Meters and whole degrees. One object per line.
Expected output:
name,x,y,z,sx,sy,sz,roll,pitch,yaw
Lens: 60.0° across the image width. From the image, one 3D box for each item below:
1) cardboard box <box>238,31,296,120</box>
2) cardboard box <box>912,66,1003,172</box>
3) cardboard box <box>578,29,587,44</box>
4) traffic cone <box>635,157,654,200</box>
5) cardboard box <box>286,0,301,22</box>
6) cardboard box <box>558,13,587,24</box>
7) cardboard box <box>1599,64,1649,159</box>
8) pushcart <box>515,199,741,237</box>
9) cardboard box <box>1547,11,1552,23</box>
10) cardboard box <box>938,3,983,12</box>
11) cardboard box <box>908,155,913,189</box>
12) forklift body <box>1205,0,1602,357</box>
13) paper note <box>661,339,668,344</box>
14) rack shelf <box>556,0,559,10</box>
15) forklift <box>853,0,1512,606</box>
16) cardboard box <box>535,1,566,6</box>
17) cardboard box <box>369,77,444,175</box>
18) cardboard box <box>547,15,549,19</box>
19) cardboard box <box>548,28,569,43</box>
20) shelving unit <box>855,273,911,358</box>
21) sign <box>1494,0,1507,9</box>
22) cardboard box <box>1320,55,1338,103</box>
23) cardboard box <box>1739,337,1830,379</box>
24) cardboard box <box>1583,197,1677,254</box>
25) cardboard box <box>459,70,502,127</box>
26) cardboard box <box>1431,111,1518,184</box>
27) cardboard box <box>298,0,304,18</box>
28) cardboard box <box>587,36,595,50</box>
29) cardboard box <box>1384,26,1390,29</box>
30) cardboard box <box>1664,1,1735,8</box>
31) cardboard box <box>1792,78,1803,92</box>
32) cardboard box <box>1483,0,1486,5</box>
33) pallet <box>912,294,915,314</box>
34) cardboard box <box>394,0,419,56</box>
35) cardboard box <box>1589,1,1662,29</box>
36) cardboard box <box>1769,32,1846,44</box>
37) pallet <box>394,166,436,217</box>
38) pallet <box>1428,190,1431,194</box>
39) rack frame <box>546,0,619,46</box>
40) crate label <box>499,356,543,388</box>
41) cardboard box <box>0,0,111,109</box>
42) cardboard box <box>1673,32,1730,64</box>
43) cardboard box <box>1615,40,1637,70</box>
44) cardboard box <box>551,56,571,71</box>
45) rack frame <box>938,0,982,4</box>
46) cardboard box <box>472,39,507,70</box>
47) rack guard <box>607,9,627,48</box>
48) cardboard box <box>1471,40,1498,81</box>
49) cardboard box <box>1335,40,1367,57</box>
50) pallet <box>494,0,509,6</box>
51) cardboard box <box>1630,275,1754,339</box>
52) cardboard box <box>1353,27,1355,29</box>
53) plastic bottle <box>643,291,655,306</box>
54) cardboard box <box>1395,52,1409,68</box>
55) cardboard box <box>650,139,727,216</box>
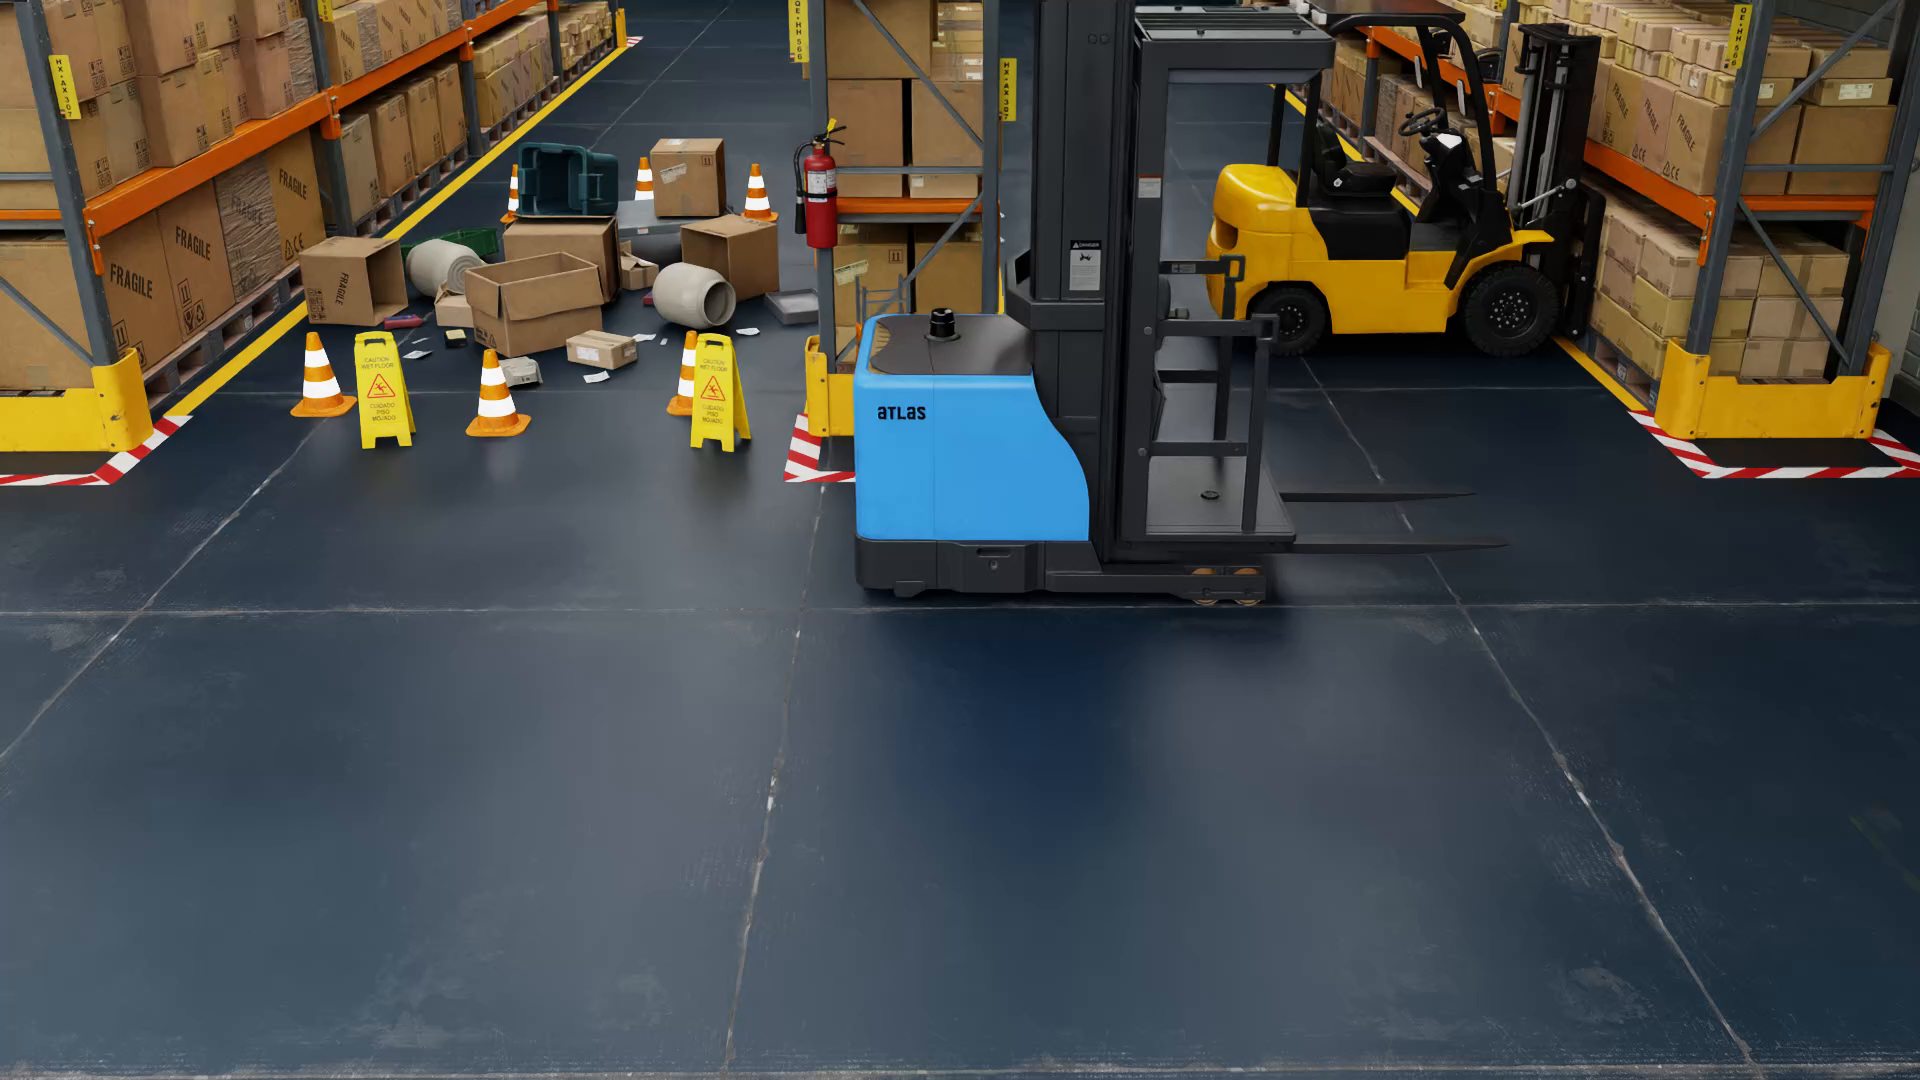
cardboard box,-5.240,-3.278,11.676,0.875,0.550,0.550,0,24,-1
cardboard box,-0.021,-2.382,9.393,0.500,0.500,0.500,-1,24,-1
cardboard box,-5.106,-6.597,21.785,0.380,0.149,0.250,0,24,-1
traffic cone,-2.753,-3.116,14.578,0.336,0.463,0.334,0,24,-1
cardboard box,-5.315,-3.997,11.954,0.875,0.550,0.550,0,24,-1
cardboard box,-5.192,-6.943,22.190,0.380,0.149,0.250,-1,24,-2
cardboard box,4.400,-2.700,10.459,0.500,0.500,0.500,-1,24,-2
pushcart,-2.616,-2.427,13.158,1.648,0.377,0.936,-9,26,-19
cardboard box,4.403,-3.671,11.818,0.380,0.149,0.250,0,24,-1
cardboard box,-0.083,-3.651,12.201,0.500,0.500,0.500,-1,24,-2
cardboard box,-0.107,-2.134,9.634,0.380,0.149,0.250,0,24,0
forklift body,2.826,-2.414,10.978,2.313,2.155,1.214,0,24,-1
paper note,-1.991,-1.335,11.189,0.032,0.001,0.123,0,24,-1
rack shelf,-5.394,-7.381,21.803,1.077,0.370,4.000,0,24,-1
forklift,1.036,-1.257,7.473,3.031,2.935,1.130,0,24,0
cardboard box,-5.750,-7.479,23.375,0.380,0.149,0.250,-1,24,-3
cardboard box,-5.399,-3.791,15.213,1.050,0.750,0.750,0,24,0
cardboard box,-5.617,-6.834,21.948,0.380,0.149,0.250,0,24,0
cardboard box,-5.113,-6.305,20.779,0.380,0.149,0.250,1,24,2
shelving unit,-0.380,-0.730,8.408,0.258,1.200,0.189,-6,25,-13
sign,4.084,-4.161,12.502,0.100,0.325,0.005,0,24,-1
cardboard box,4.336,-5.186,18.600,0.500,0.500,0.500,-1,24,-2
cardboard box,4.861,-1.170,10.023,0.500,0.250,0.500,0,24,0
cardboard box,4.327,-2.029,10.709,0.500,0.250,0.500,0,24,0
cardboard box,-5.081,-4.582,17.264,0.500,0.500,0.500,-1,24,-3
cardboard box,4.609,-3.320,14.323,0.875,0.625,0.625,0,24,-1
cardboard box,-5.296,-4.294,12.770,0.700,0.500,0.500,-1,24,-1
cardboard box,-5.117,-6.676,22.320,0.380,0.149,0.250,0,24,0
cardboard box,4.344,-5.072,16.007,0.500,0.250,0.500,0,24,0
cardboard box,4.914,-3.495,11.068,0.380,0.149,0.250,-1,24,-1
cardboard box,4.860,-2.611,9.475,0.380,0.149,0.250,0,24,-1
cardboard box,4.430,-4.364,13.351,0.380,0.149,0.250,0,24,-1
pallet,-0.277,-1.601,11.534,1.003,0.211,1.213,0,24,-1
cardboard box,-5.036,-4.475,14.383,0.500,0.500,0.500,0,24,0
cardboard box,4.427,-3.490,11.056,0.380,0.149,0.250,0,24,-1
cardboard box,4.894,-2.861,9.665,0.380,0.149,0.250,0,24,0
pallet,-5.385,-3.139,14.935,1.003,0.211,1.213,0,24,-1
pallet,4.580,-2.709,13.984,1.003,0.211,1.213,0,24,-1
rack frame,-5.416,-8.533,23.477,1.000,3.000,0.127,0,24,-1
crate label,-2.764,-1.050,10.405,0.250,0.136,0.298,-14,28,-28
cardboard box,-5.207,-2.654,8.985,0.875,0.550,0.550,0,24,-1
cardboard box,4.392,-2.860,9.665,0.380,0.149,0.250,0,24,1
cardboard box,4.348,-3.039,10.421,0.380,0.149,0.250,0,24,0
cardboard box,-5.055,-5.929,20.669,0.380,0.149,0.250,-1,24,-3
rack frame,-0.336,-3.652,12.685,1.000,3.000,0.127,0,24,-1
cardboard box,-5.100,-5.125,17.555,0.500,0.250,0.500,-1,24,-1
rack guard,-5.415,-7.363,23.923,1.175,0.500,0.348,0,24,-1
cardboard box,4.360,-3.814,13.226,0.500,0.250,0.500,0,24,1
cardboard box,4.338,-5.421,18.333,0.380,0.149,0.250,-1,24,-3
pallet,-5.391,-5.965,18.031,1.003,0.211,1.213,0,24,-1
cardboard box,4.353,-1.393,9.911,0.500,0.250,0.500,-1,24,-1
cardboard box,4.840,-6.062,19.750,0.380,0.149,0.250,0,24,-1
plastic bottle,-2.198,-1.773,12.097,0.133,0.061,0.283,4,25,9
cardboard box,4.830,-5.100,17.624,0.380,0.149,0.250,0,24,0
cardboard box,-2.116,-2.838,12.999,0.500,0.500,0.500,0,24,-1
